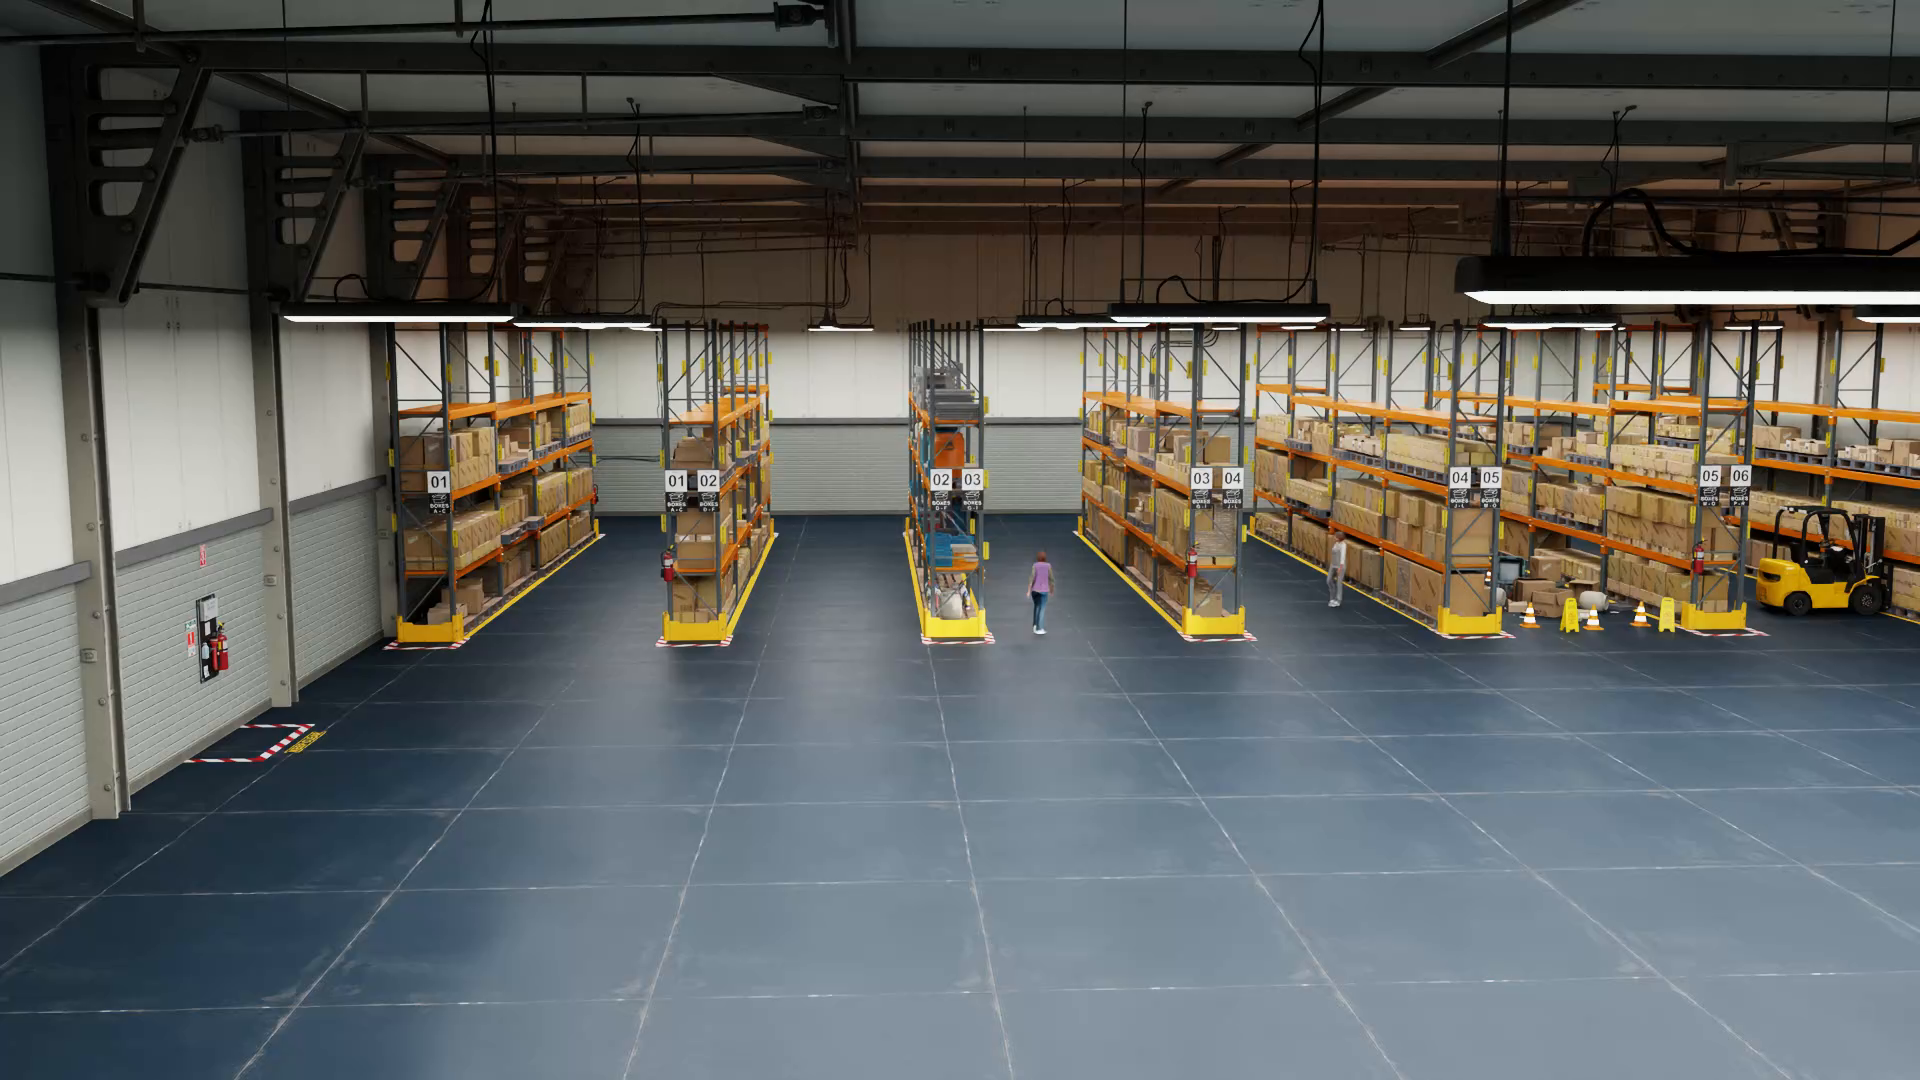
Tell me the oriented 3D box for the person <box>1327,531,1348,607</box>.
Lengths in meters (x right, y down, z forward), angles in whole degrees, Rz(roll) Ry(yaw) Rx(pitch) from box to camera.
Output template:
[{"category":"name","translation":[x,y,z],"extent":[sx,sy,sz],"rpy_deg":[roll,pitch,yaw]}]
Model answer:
[{"category":"person","translation":[7.982,0.613,35.118],"extent":[0.368,1.617,0.425],"rpy_deg":[-5,9,-34]}]

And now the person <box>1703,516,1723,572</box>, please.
[{"category":"person","translation":[16.604,0.346,36.789],"extent":[0.603,1.795,0.613],"rpy_deg":[6,9,41]}]

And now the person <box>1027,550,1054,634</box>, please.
[{"category":"person","translation":[1.562,1.017,31.851],"extent":[0.415,1.642,0.530],"rpy_deg":[4,8,29]}]
